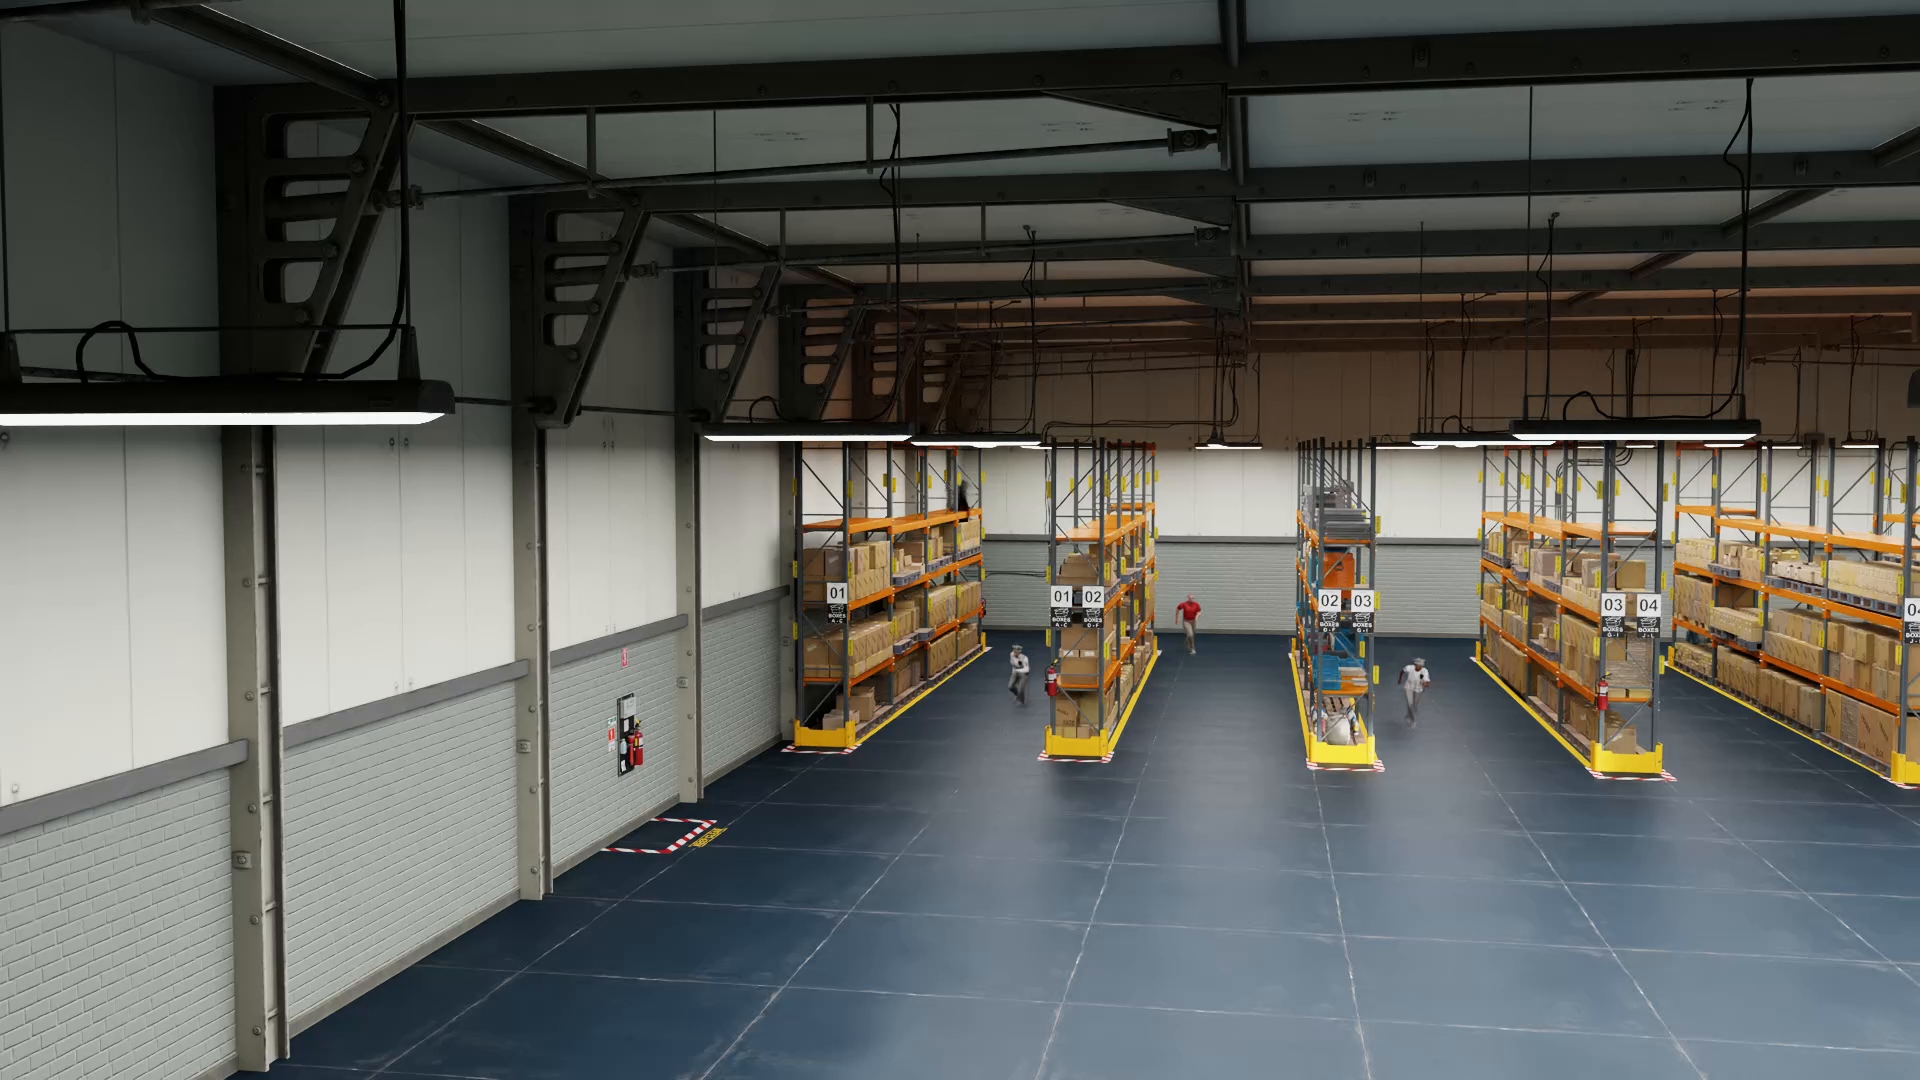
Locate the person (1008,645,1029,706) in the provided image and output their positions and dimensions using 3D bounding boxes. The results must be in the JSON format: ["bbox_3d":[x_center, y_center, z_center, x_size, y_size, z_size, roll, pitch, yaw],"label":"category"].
[{"bbox_3d":[1.313,3.033,37.119,0.624,1.426,0.944,1,3,26],"label":"person"}]

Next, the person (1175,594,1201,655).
[{"bbox_3d":[6.497,2.381,47.311,0.650,1.729,0.896,-1,3,-21],"label":"person"}]

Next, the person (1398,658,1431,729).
[{"bbox_3d":[9.430,3.144,34.529,0.597,1.470,1.077,0,3,6],"label":"person"}]

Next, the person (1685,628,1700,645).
[{"bbox_3d":[20.370,2.493,46.060,0.705,1.565,0.562,0,3,-9],"label":"person"}]

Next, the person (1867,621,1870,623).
[{"bbox_3d":[25.367,2.396,46.224,0.743,1.791,0.673,-1,3,-13],"label":"person"}]
